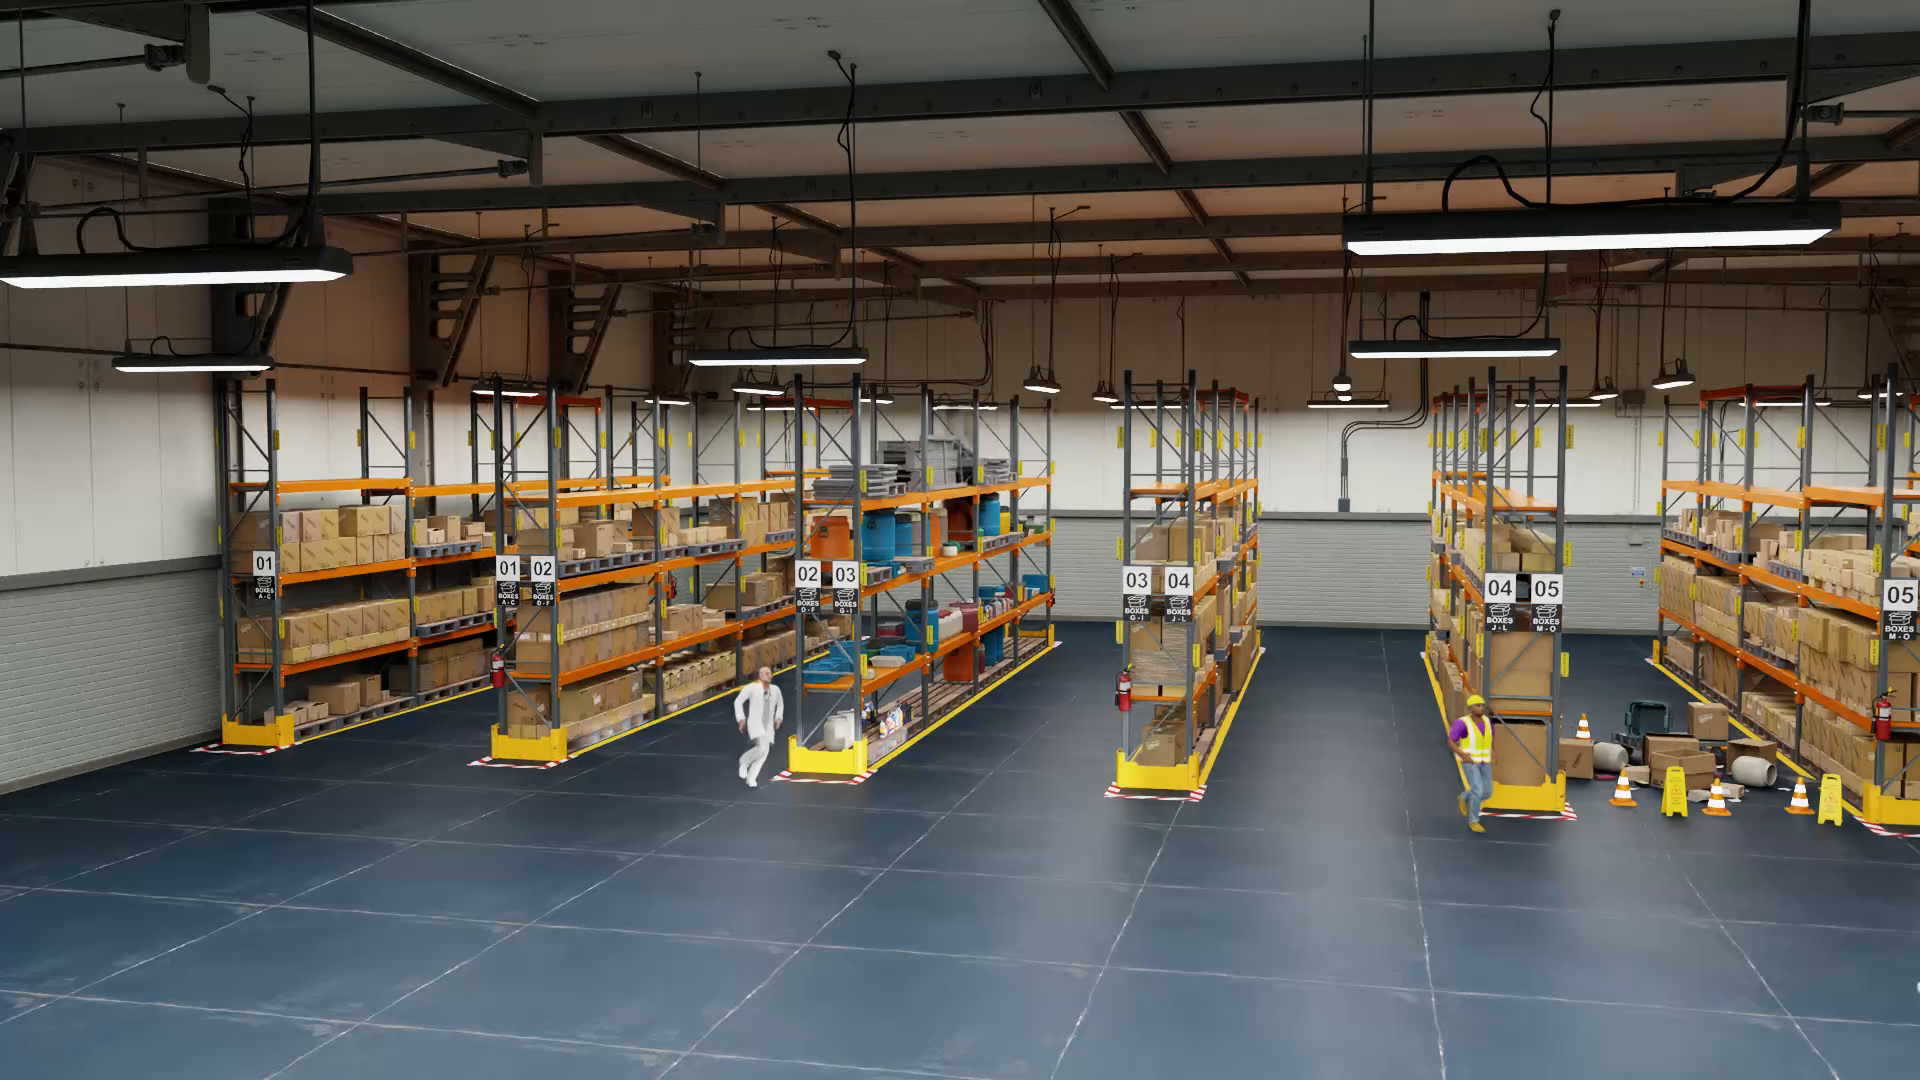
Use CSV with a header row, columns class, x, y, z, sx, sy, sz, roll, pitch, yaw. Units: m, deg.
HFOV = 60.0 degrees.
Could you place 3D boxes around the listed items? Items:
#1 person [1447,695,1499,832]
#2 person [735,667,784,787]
class,x,y,z,sx,sy,sz,roll,pitch,yaw
person,6.635,2.862,21.500,0.757,1.741,0.619,-1,4,-23
person,-2.846,2.701,24.129,0.732,1.698,0.559,-2,4,-34
